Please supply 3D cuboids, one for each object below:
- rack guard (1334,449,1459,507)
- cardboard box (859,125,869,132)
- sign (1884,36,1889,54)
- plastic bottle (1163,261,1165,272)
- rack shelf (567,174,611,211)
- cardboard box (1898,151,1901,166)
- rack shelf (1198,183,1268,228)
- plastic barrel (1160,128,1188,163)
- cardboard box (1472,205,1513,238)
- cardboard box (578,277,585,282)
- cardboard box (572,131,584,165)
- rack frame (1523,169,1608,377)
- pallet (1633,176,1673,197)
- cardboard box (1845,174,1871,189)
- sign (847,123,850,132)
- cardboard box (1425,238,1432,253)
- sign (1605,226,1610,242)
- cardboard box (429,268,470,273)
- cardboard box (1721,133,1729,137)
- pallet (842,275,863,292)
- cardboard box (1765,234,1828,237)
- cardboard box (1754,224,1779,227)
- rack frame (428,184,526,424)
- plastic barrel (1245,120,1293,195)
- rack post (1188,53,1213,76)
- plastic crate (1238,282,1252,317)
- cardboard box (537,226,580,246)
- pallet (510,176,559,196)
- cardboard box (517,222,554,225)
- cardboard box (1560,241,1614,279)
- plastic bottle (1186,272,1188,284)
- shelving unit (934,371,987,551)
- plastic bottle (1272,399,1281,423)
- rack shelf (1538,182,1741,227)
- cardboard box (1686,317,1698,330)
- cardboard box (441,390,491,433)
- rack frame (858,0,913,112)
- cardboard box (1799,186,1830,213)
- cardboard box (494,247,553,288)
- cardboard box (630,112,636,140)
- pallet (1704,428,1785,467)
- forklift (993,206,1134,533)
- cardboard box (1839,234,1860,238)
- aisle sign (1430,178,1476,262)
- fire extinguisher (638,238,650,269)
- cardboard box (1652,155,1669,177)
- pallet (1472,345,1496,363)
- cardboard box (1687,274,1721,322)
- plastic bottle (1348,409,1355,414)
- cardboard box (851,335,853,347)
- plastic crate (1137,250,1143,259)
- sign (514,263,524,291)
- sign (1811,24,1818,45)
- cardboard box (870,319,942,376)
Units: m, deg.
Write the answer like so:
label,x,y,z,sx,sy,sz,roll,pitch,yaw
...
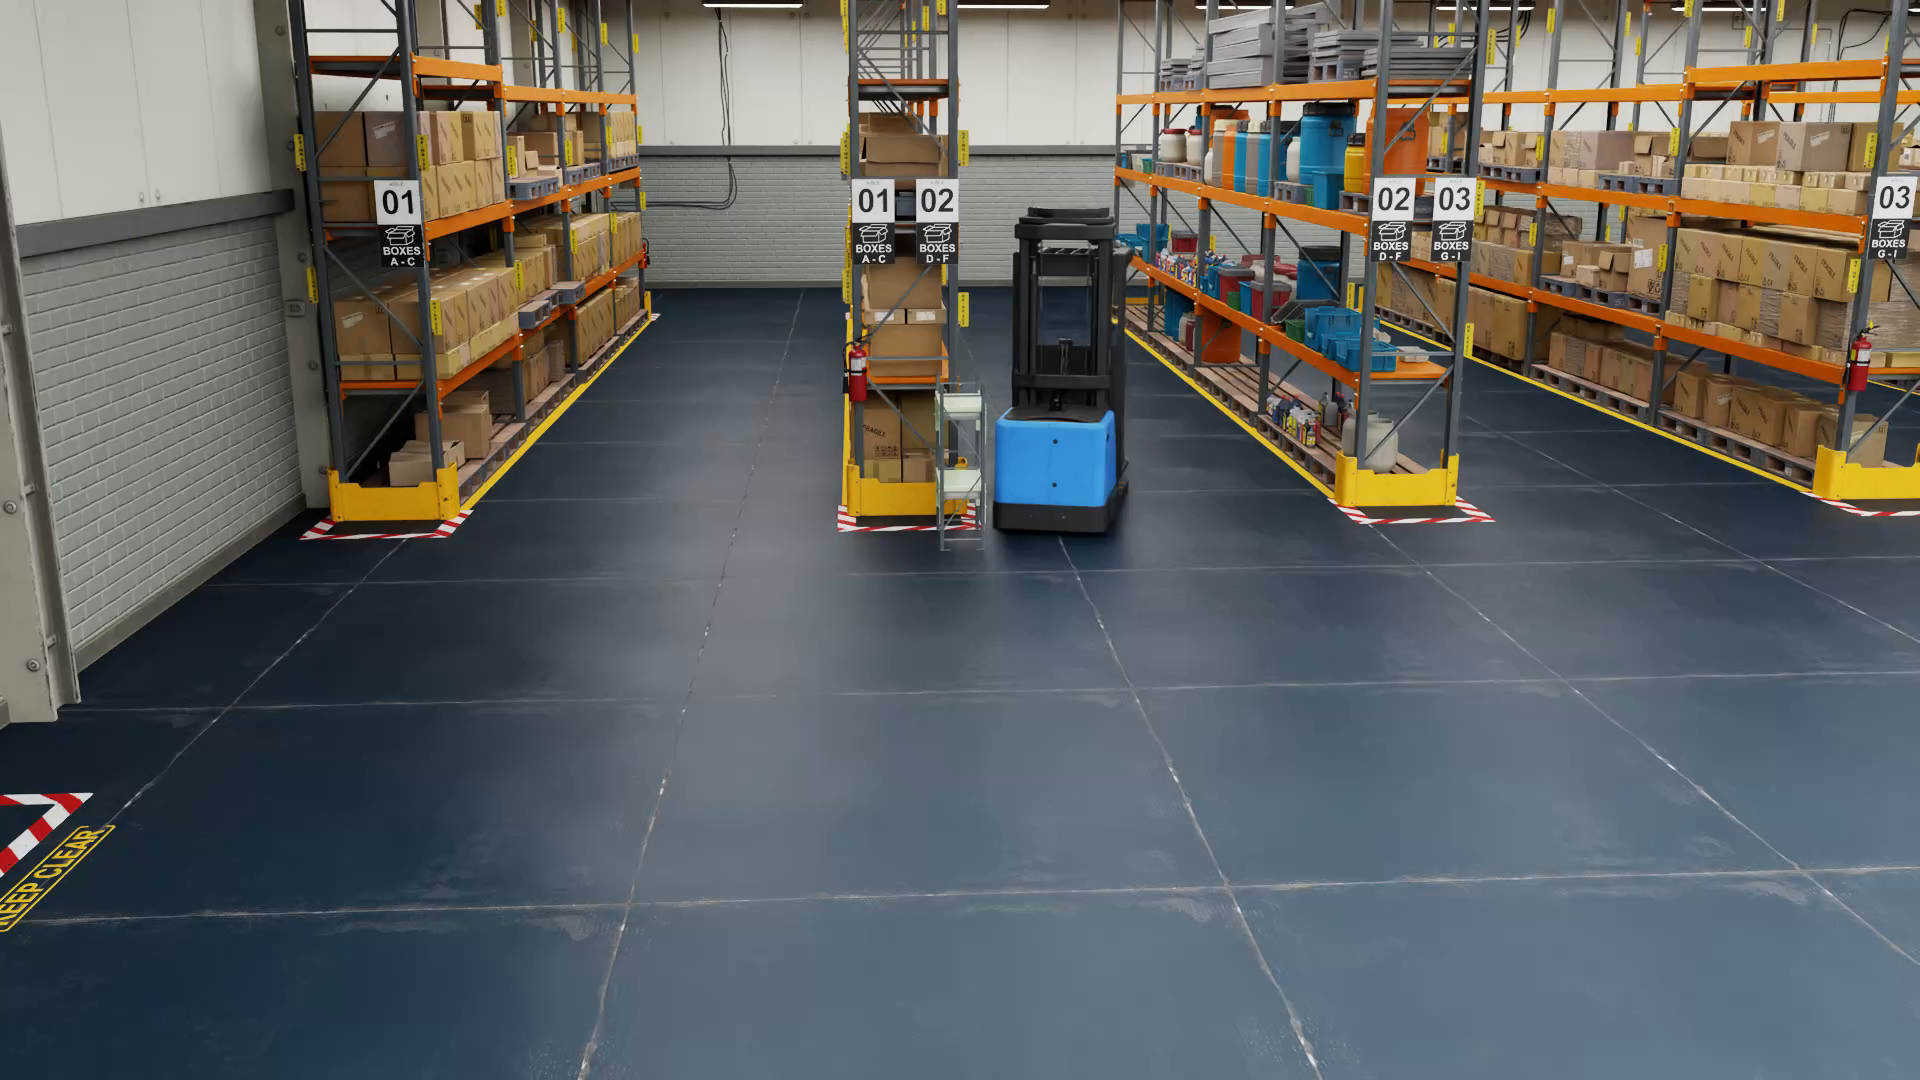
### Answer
label,x,y,z,sx,sy,sz,roll,pitch,yaw
rack guard,4.370,-0.623,16.669,1.175,0.500,0.348,-1,14,-3
cardboard box,-1.223,-6.019,25.361,0.600,0.600,0.600,-1,15,-6
sign,17.711,-9.452,31.734,0.100,0.325,0.005,-1,14,-3
plastic bottle,3.335,-4.438,26.879,0.097,0.201,0.097,0,14,0
rack shelf,-6.086,-5.254,25.075,1.077,0.370,4.000,-1,14,-3
cardboard box,13.538,-5.572,24.668,0.500,0.500,0.500,-1,14,-3
rack shelf,4.050,-4.412,21.803,1.077,0.370,4.000,-1,14,-3
plastic barrel,3.461,-6.387,26.920,0.433,0.535,0.433,0,14,0
cardboard box,8.670,-5.252,27.429,0.797,0.503,0.637,-1,14,-5
cardboard box,-5.690,-3.756,24.293,0.380,0.149,0.250,0,14,-2
cardboard box,-6.166,-6.003,25.460,0.700,0.500,0.500,-1,14,-4
rack frame,8.870,-3.882,24.317,1.000,3.000,0.127,-1,14,-3
pallet,9.186,-4.404,20.704,1.213,0.211,1.003,-1,14,-3
cardboard box,9.138,-3.596,16.688,0.380,0.149,0.250,-1,14,-5
sign,-2.055,-7.587,30.944,0.100,0.325,0.005,-1,14,-3
cardboard box,8.333,-5.054,28.576,0.500,0.250,0.500,-1,14,-4
sign,9.411,-4.415,24.224,0.100,0.325,0.005,-1,14,-3
cardboard box,-5.893,-2.838,19.015,0.500,0.500,0.500,-1,14,-5
cardboard box,13.260,-6.883,28.458,0.380,0.149,0.250,-1,14,-2
pallet,-1.130,-3.804,24.401,1.213,0.211,1.003,-1,14,-3
cardboard box,9.482,-3.207,18.892,0.500,0.500,0.500,-1,14,-3
cardboard box,13.799,-5.248,28.828,0.500,0.500,0.500,-1,14,-4
rack frame,-5.714,-2.658,19.559,1.000,3.000,0.127,-1,14,-3
plastic barrel,3.885,-4.792,20.828,0.600,0.901,0.600,0,14,0
rack post,3.840,-6.854,23.980,0.954,0.300,0.937,-1,14,-3
plastic crate,3.795,-3.072,21.203,0.392,0.384,0.575,-1,14,-3
cardboard box,-5.734,-4.342,23.762,0.500,0.250,0.500,-1,14,-2
pallet,-5.713,-4.432,20.814,1.213,0.211,1.003,-1,14,-3
cardboard box,-6.306,-4.583,24.700,0.500,0.250,0.500,-1,14,-5
cardboard box,8.943,-4.000,23.733,0.500,0.500,0.500,-3,15,-10
plastic bottle,3.454,-3.962,25.028,0.097,0.201,0.097,0,14,0
shelving unit,0.000,-0.725,15.057,0.431,1.500,0.755,-1,14,-3
plastic bottle,3.804,-1.539,19.793,0.152,0.276,0.135,0,14,-1
rack shelf,8.994,-4.489,22.100,1.077,0.370,4.000,-1,14,-3
cardboard box,8.876,-2.583,19.774,0.380,0.149,0.250,-1,14,-3
cardboard box,-5.610,-1.403,18.815,0.500,0.500,0.500,-2,15,-8
rack frame,-1.266,-7.630,26.845,1.000,3.000,0.127,-1,14,-3
cardboard box,9.048,-3.512,17.163,0.500,0.250,0.500,-1,14,-3
cardboard box,-5.861,-3.659,22.366,0.700,0.500,0.500,-2,15,-9
cardboard box,-6.140,-7.459,29.954,0.500,0.500,0.500,-1,14,-4
pallet,9.273,-1.066,18.969,1.003,0.211,1.213,-1,14,-3
forklift,1.102,-1.808,16.396,1.130,2.935,3.031,3,15,11
cardboard box,13.927,-4.682,25.895,0.380,0.149,0.250,0,14,-1
aisle sign,4.719,-3.061,15.911,0.394,0.787,0.004,-1,14,-3
fire extinguisher,-6.006,-5.469,31.388,0.296,0.674,0.183,-1,14,-3
cardboard box,8.959,-4.710,20.944,0.396,0.266,0.258,0,14,-1
pallet,8.824,-3.031,26.608,1.003,0.211,1.213,-1,14,-3
cardboard box,9.080,-2.842,19.477,0.875,0.500,0.500,-1,14,-3
plastic bottle,4.540,-1.380,19.178,0.152,0.276,0.135,-1,14,-2
cardboard box,-1.278,-2.738,23.423,0.500,0.311,0.500,0,14,-2
plastic crate,3.341,-4.970,28.979,0.437,0.125,0.590,-1,14,-3
sign,-5.173,-3.087,19.491,0.100,0.325,0.005,-1,14,-3
sign,14.132,-8.372,27.539,0.100,0.325,0.005,-1,14,-3
cardboard box,-0.538,-1.905,16.433,0.700,0.500,0.500,-1,14,-3
